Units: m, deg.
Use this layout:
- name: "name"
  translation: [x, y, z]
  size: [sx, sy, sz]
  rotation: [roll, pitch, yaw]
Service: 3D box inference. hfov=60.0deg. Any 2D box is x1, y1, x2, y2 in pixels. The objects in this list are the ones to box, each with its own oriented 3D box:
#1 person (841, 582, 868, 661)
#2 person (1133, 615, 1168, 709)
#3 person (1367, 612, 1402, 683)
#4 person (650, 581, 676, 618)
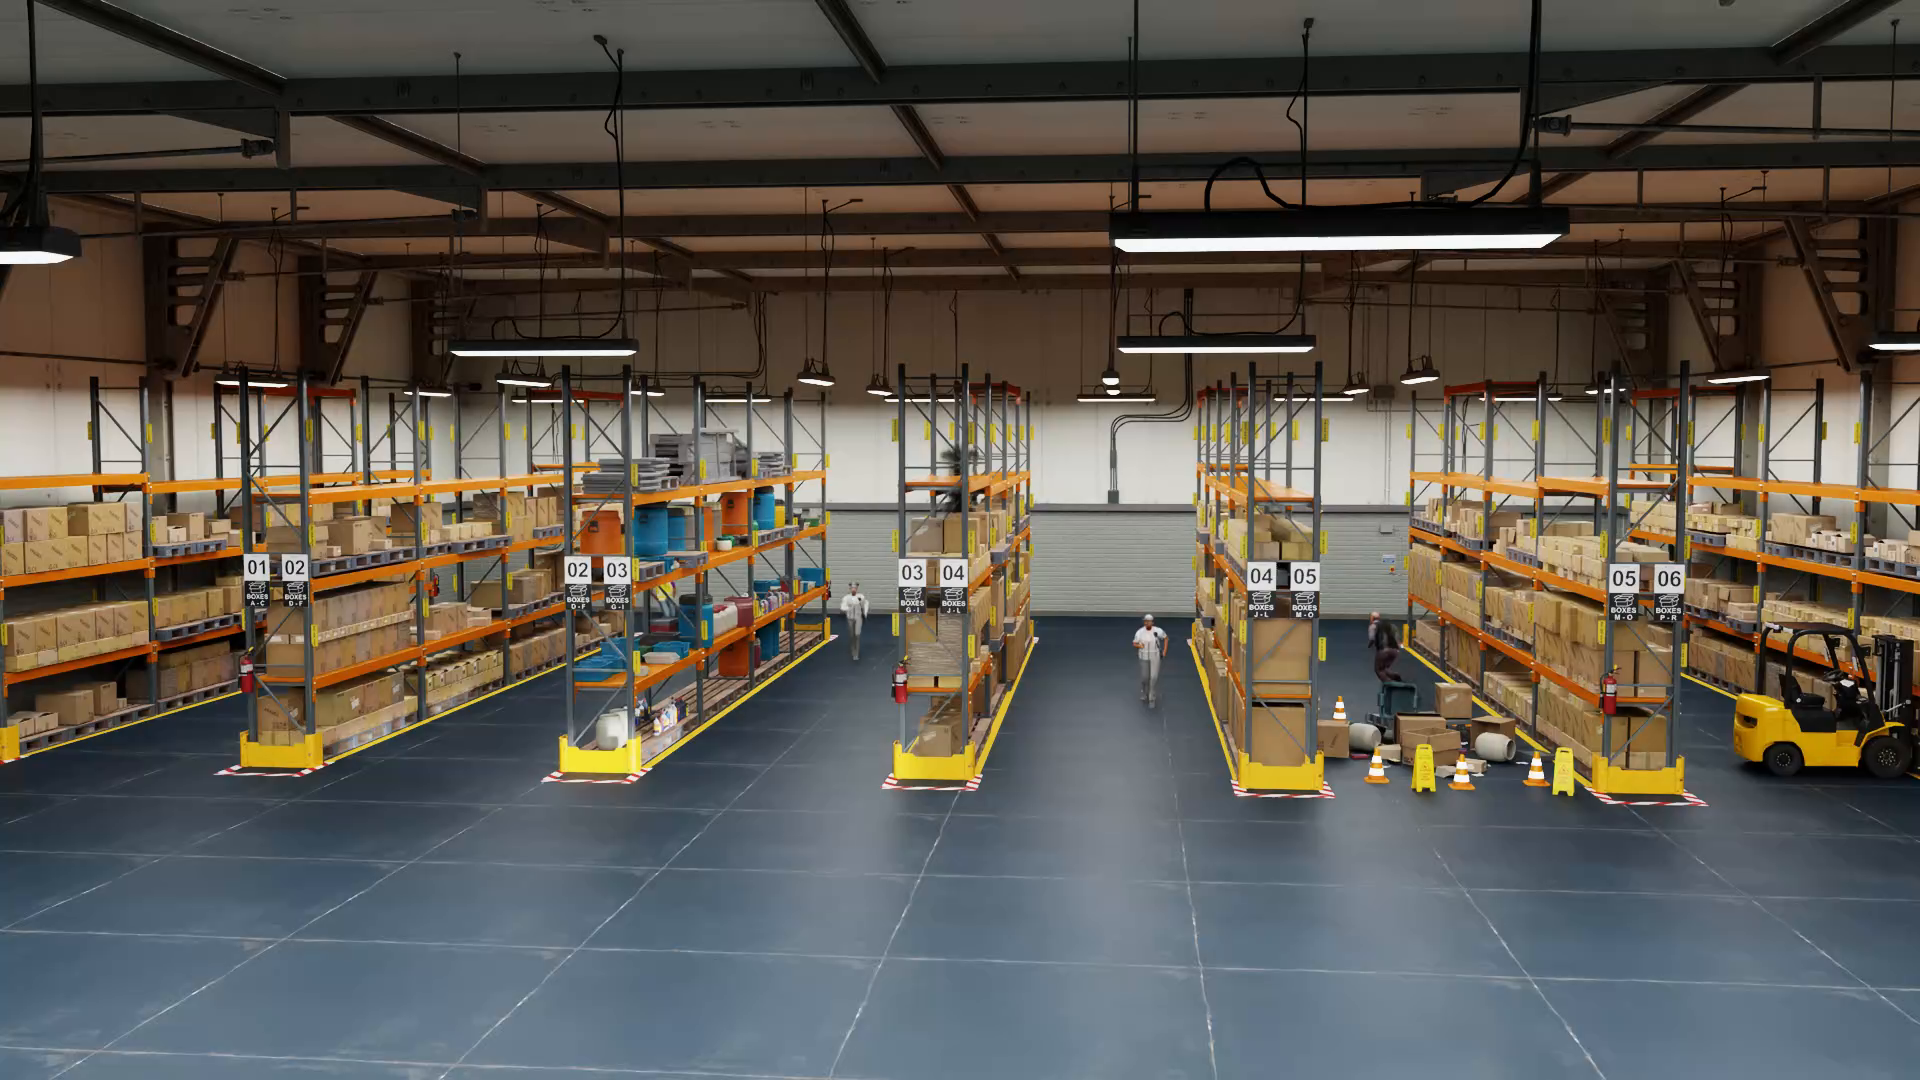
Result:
- name: "person"
  translation: [-2.345, 1.782, 36.911]
  size: [0.574, 1.740, 0.846]
  rotation: [0, 4, 4]
- name: "person"
  translation: [3.503, 2.215, 30.602]
  size: [0.622, 1.709, 0.877]
  rotation: [1, 4, 13]
- name: "person"
  translation: [8.237, 2.180, 32.138]
  size: [0.685, 1.540, 0.823]
  rotation: [-2, 4, -24]
- name: "person"
  translation: [-7.380, 1.495, 41.398]
  size: [0.693, 1.722, 0.800]
  rotation: [-2, 4, -29]
